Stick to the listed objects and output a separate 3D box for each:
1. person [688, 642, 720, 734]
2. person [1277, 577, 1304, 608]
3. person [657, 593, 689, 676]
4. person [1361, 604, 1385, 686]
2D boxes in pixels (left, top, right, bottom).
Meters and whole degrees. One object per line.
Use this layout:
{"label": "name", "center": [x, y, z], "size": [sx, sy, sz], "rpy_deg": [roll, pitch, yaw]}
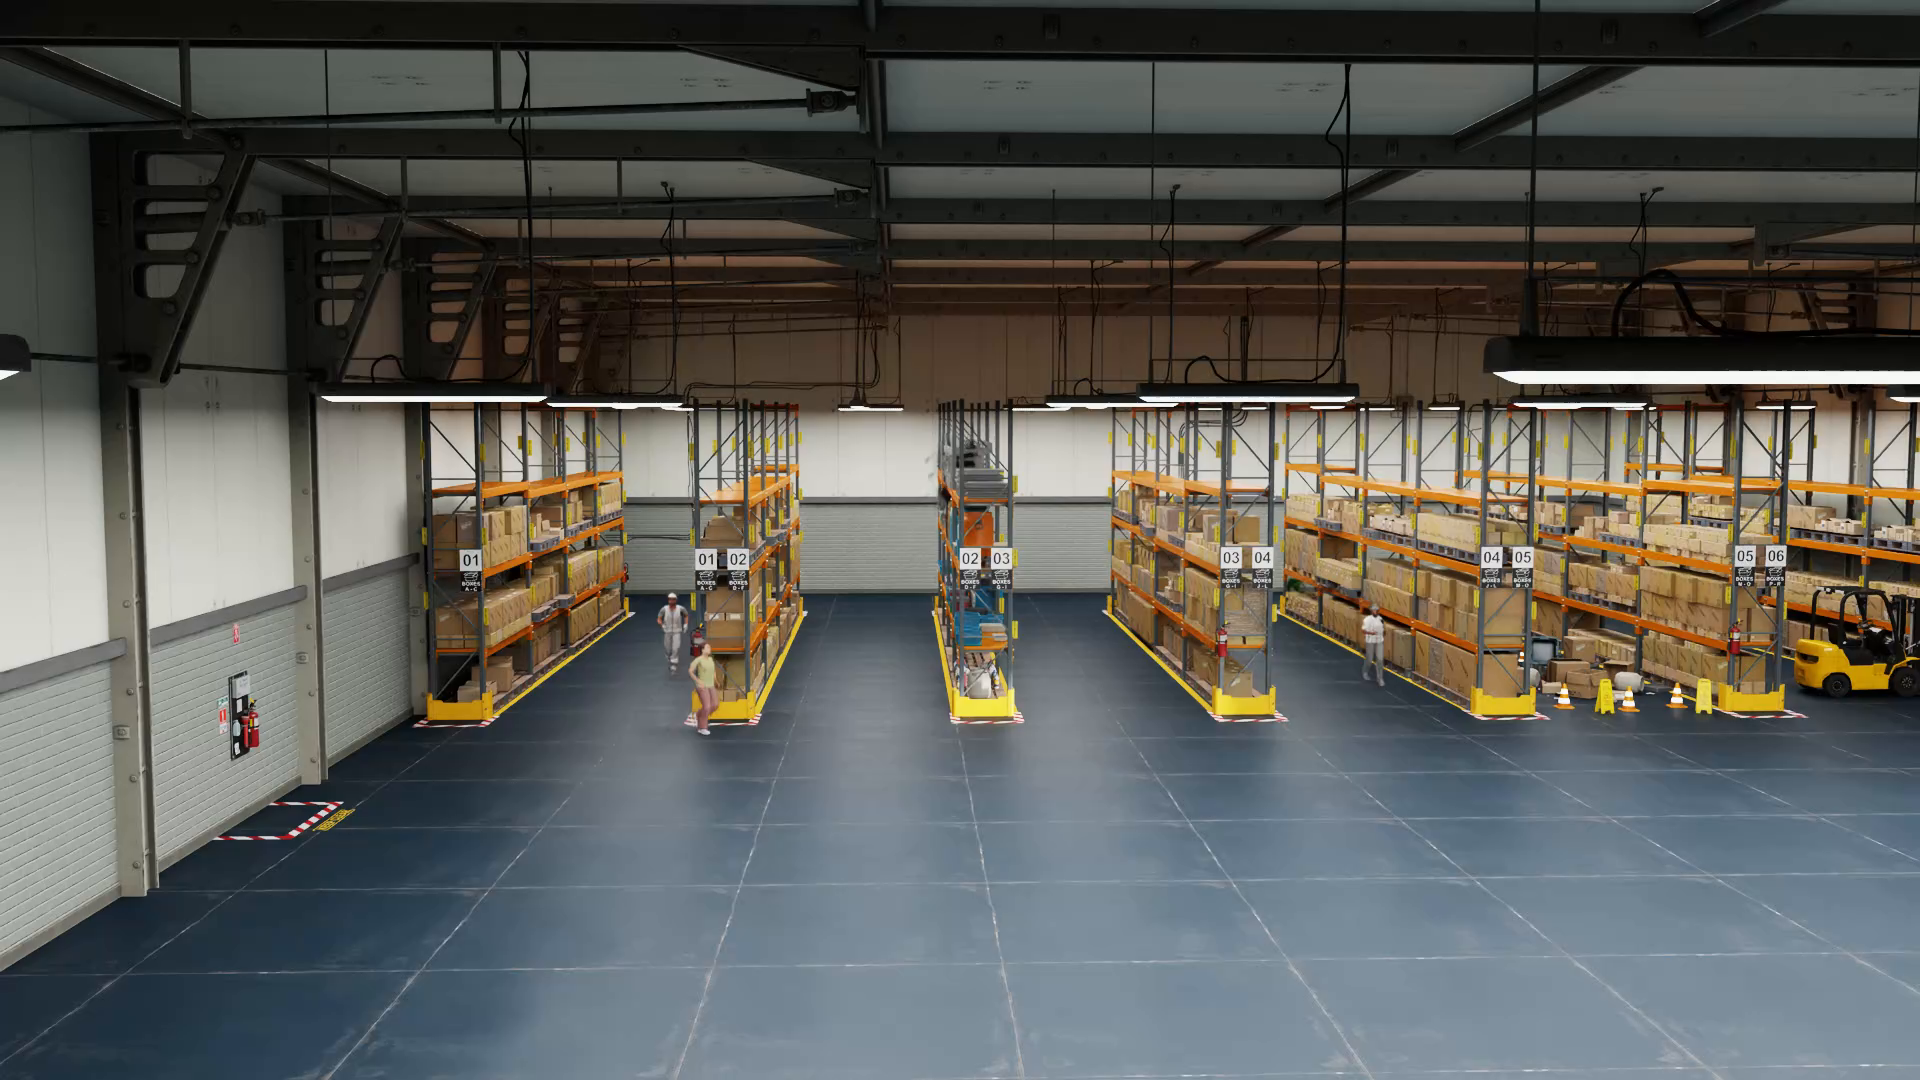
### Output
{"label": "person", "center": [-4.568, 2.652, 29.899], "size": [0.526, 1.638, 0.617], "rpy_deg": [3, 6, 39]}
{"label": "person", "center": [9.874, 1.127, 48.880], "size": [0.975, 1.770, 0.718], "rpy_deg": [-1, 4, -10]}
{"label": "person", "center": [-6.315, 2.055, 36.616], "size": [0.686, 1.792, 0.839], "rpy_deg": [0, 4, -6]}
{"label": "person", "center": [8.761, 2.180, 35.173], "size": [0.578, 1.698, 0.870], "rpy_deg": [-1, 4, -8]}
